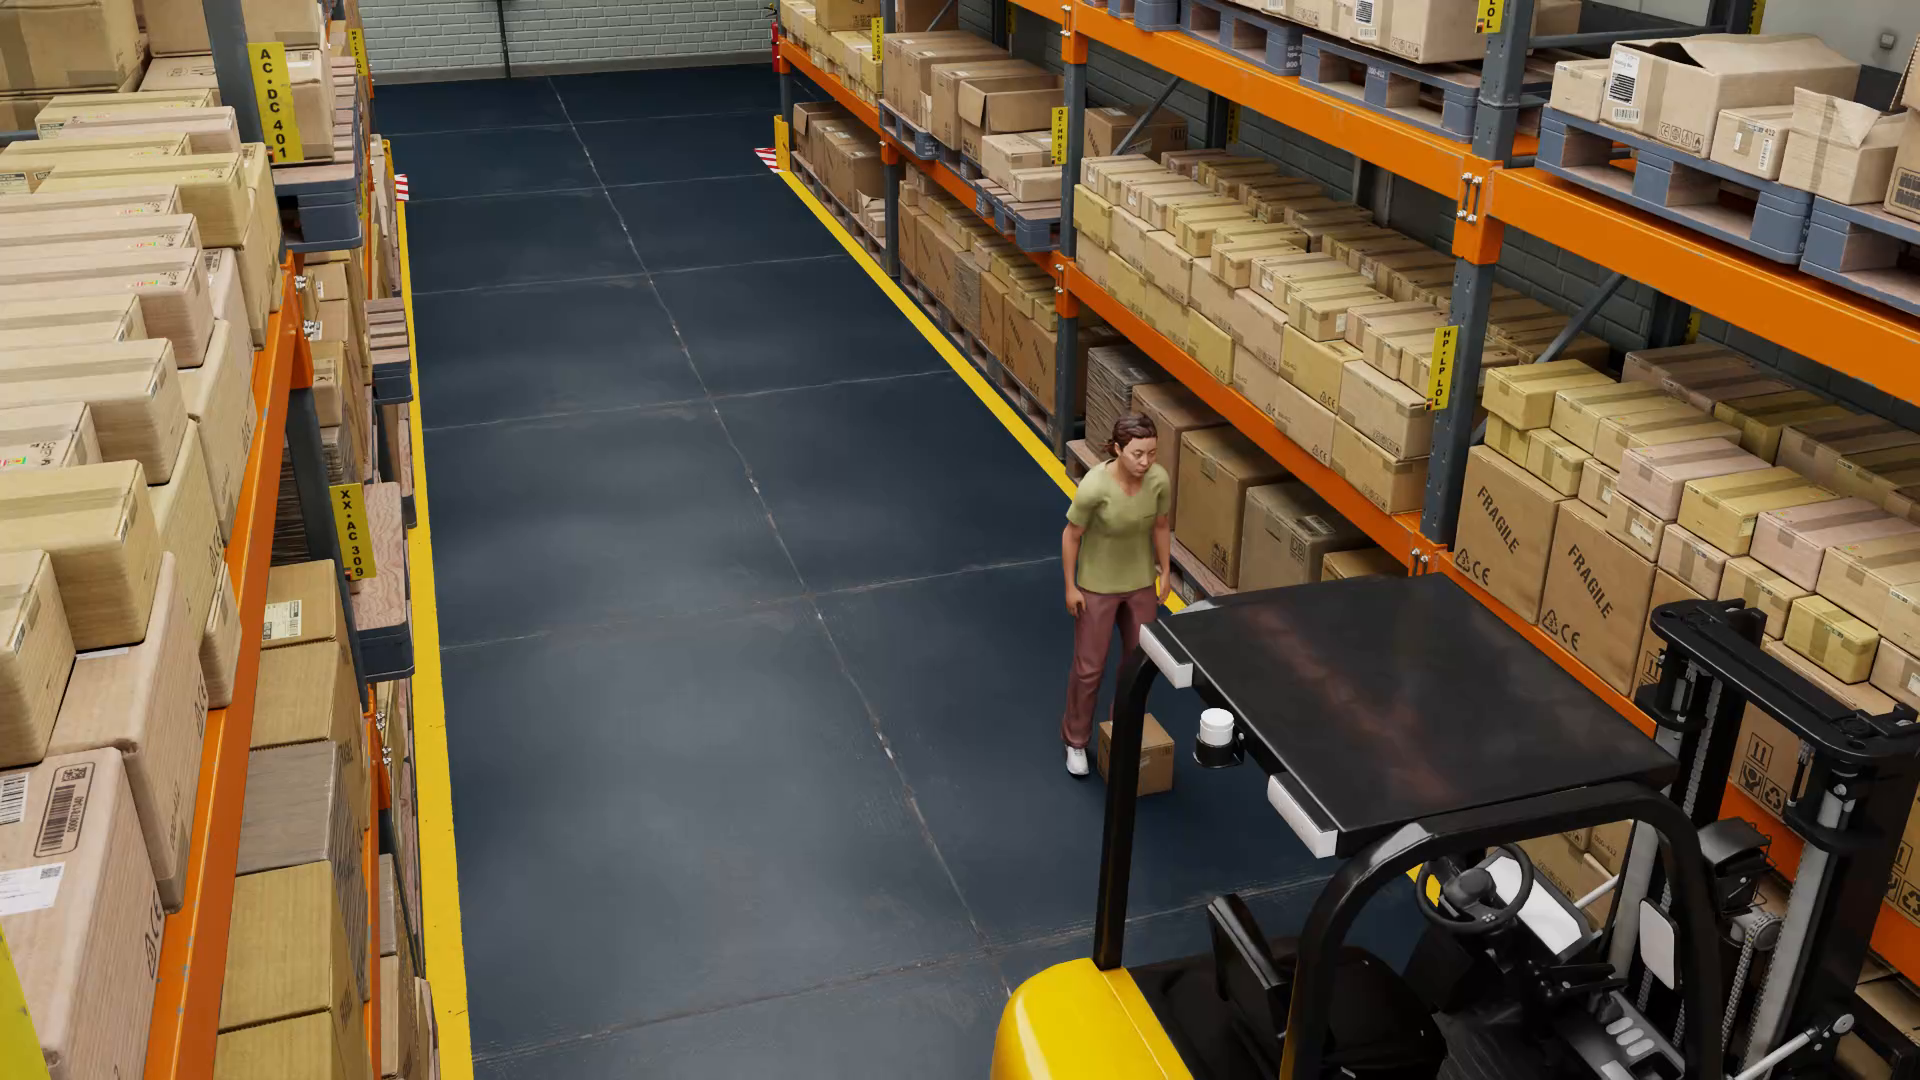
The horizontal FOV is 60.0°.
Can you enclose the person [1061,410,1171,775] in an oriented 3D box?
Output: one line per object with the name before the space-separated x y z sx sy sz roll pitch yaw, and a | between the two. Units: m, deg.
person | 0.689 0.209 7.196 0.505 1.672 0.352 -9 28 -17
